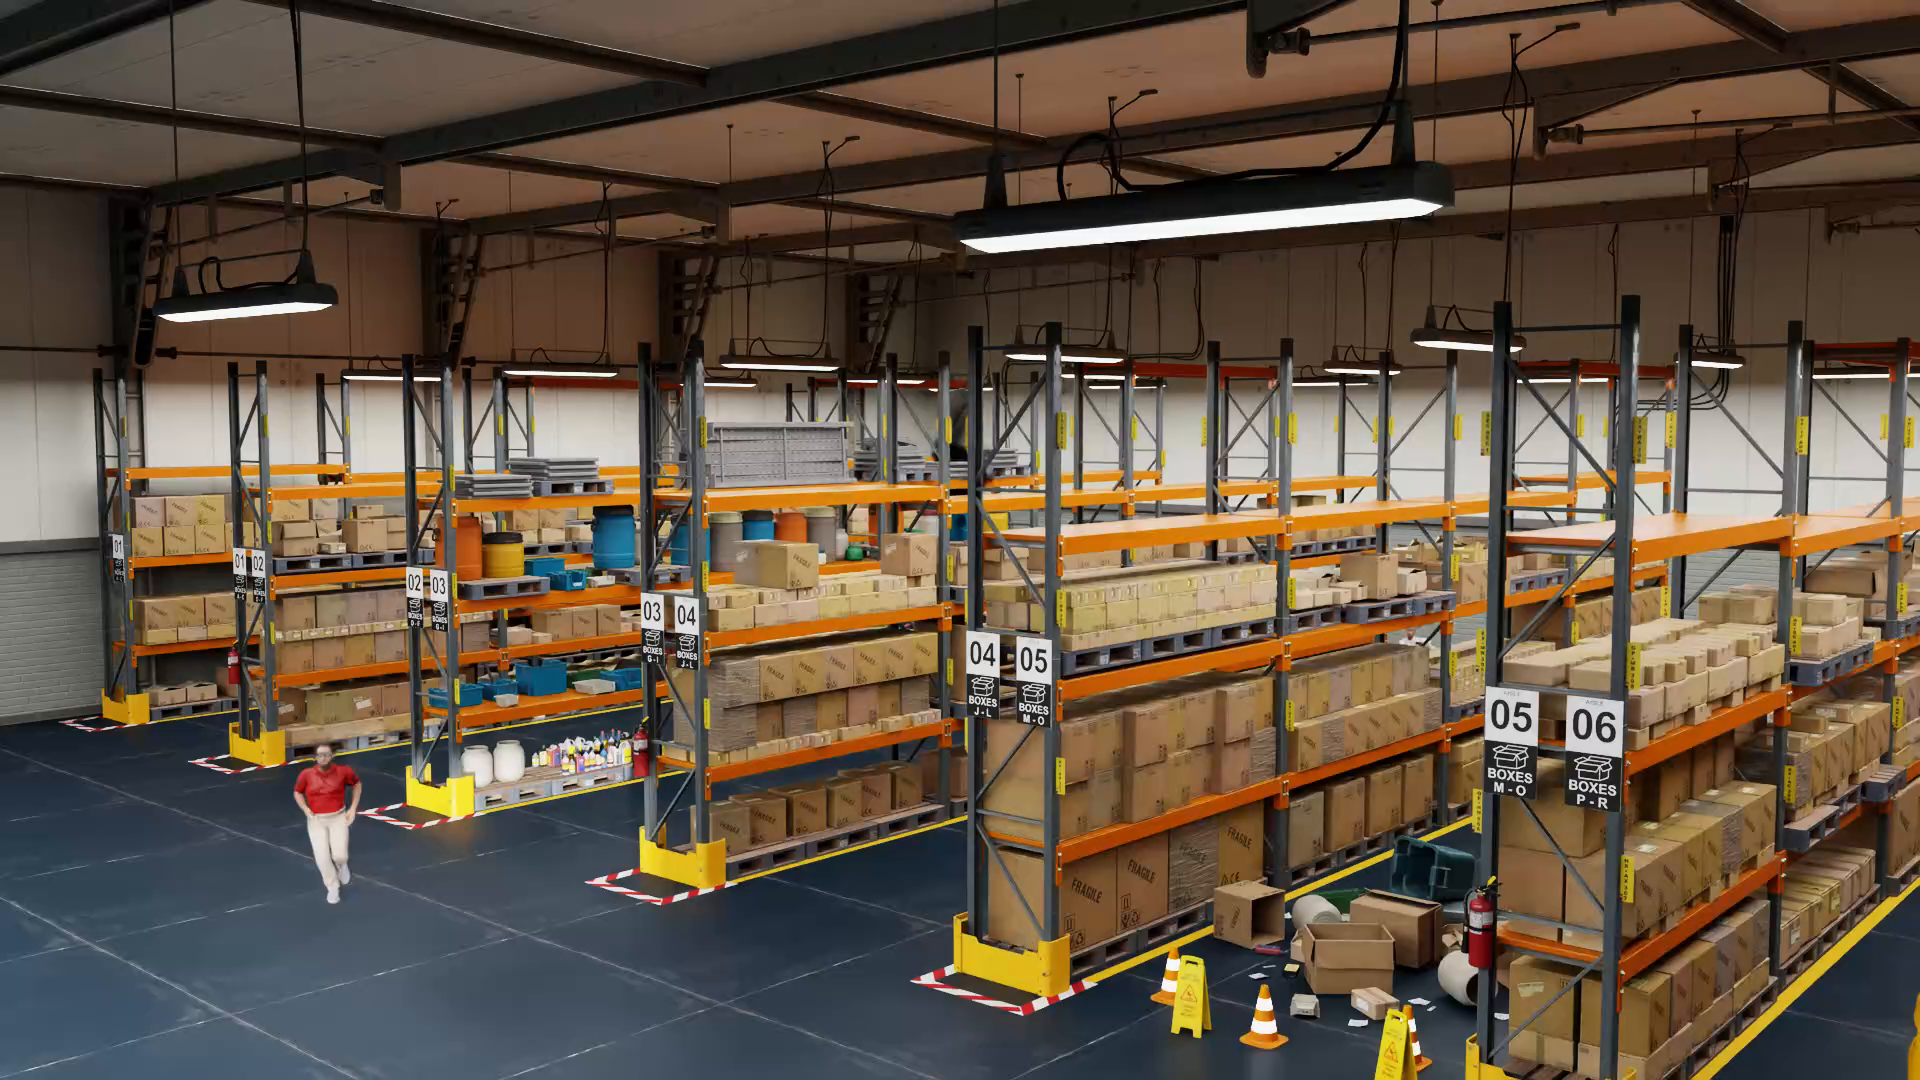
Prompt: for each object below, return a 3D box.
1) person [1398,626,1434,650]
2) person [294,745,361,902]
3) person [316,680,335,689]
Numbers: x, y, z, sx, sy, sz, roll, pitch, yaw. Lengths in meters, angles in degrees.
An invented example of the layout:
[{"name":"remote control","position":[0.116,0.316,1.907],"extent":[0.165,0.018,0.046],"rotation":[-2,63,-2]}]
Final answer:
[{"name":"person","position":[7.766,2.259,28.438],"extent":[0.623,1.756,0.687],"rotation":[3,5,35]},{"name":"person","position":[-6.782,3.020,17.840],"extent":[0.677,1.687,0.592],"rotation":[-1,4,-15]},{"name":"person","position":[-10.423,2.371,27.473],"extent":[0.547,1.545,0.755],"rotation":[3,5,37]}]
